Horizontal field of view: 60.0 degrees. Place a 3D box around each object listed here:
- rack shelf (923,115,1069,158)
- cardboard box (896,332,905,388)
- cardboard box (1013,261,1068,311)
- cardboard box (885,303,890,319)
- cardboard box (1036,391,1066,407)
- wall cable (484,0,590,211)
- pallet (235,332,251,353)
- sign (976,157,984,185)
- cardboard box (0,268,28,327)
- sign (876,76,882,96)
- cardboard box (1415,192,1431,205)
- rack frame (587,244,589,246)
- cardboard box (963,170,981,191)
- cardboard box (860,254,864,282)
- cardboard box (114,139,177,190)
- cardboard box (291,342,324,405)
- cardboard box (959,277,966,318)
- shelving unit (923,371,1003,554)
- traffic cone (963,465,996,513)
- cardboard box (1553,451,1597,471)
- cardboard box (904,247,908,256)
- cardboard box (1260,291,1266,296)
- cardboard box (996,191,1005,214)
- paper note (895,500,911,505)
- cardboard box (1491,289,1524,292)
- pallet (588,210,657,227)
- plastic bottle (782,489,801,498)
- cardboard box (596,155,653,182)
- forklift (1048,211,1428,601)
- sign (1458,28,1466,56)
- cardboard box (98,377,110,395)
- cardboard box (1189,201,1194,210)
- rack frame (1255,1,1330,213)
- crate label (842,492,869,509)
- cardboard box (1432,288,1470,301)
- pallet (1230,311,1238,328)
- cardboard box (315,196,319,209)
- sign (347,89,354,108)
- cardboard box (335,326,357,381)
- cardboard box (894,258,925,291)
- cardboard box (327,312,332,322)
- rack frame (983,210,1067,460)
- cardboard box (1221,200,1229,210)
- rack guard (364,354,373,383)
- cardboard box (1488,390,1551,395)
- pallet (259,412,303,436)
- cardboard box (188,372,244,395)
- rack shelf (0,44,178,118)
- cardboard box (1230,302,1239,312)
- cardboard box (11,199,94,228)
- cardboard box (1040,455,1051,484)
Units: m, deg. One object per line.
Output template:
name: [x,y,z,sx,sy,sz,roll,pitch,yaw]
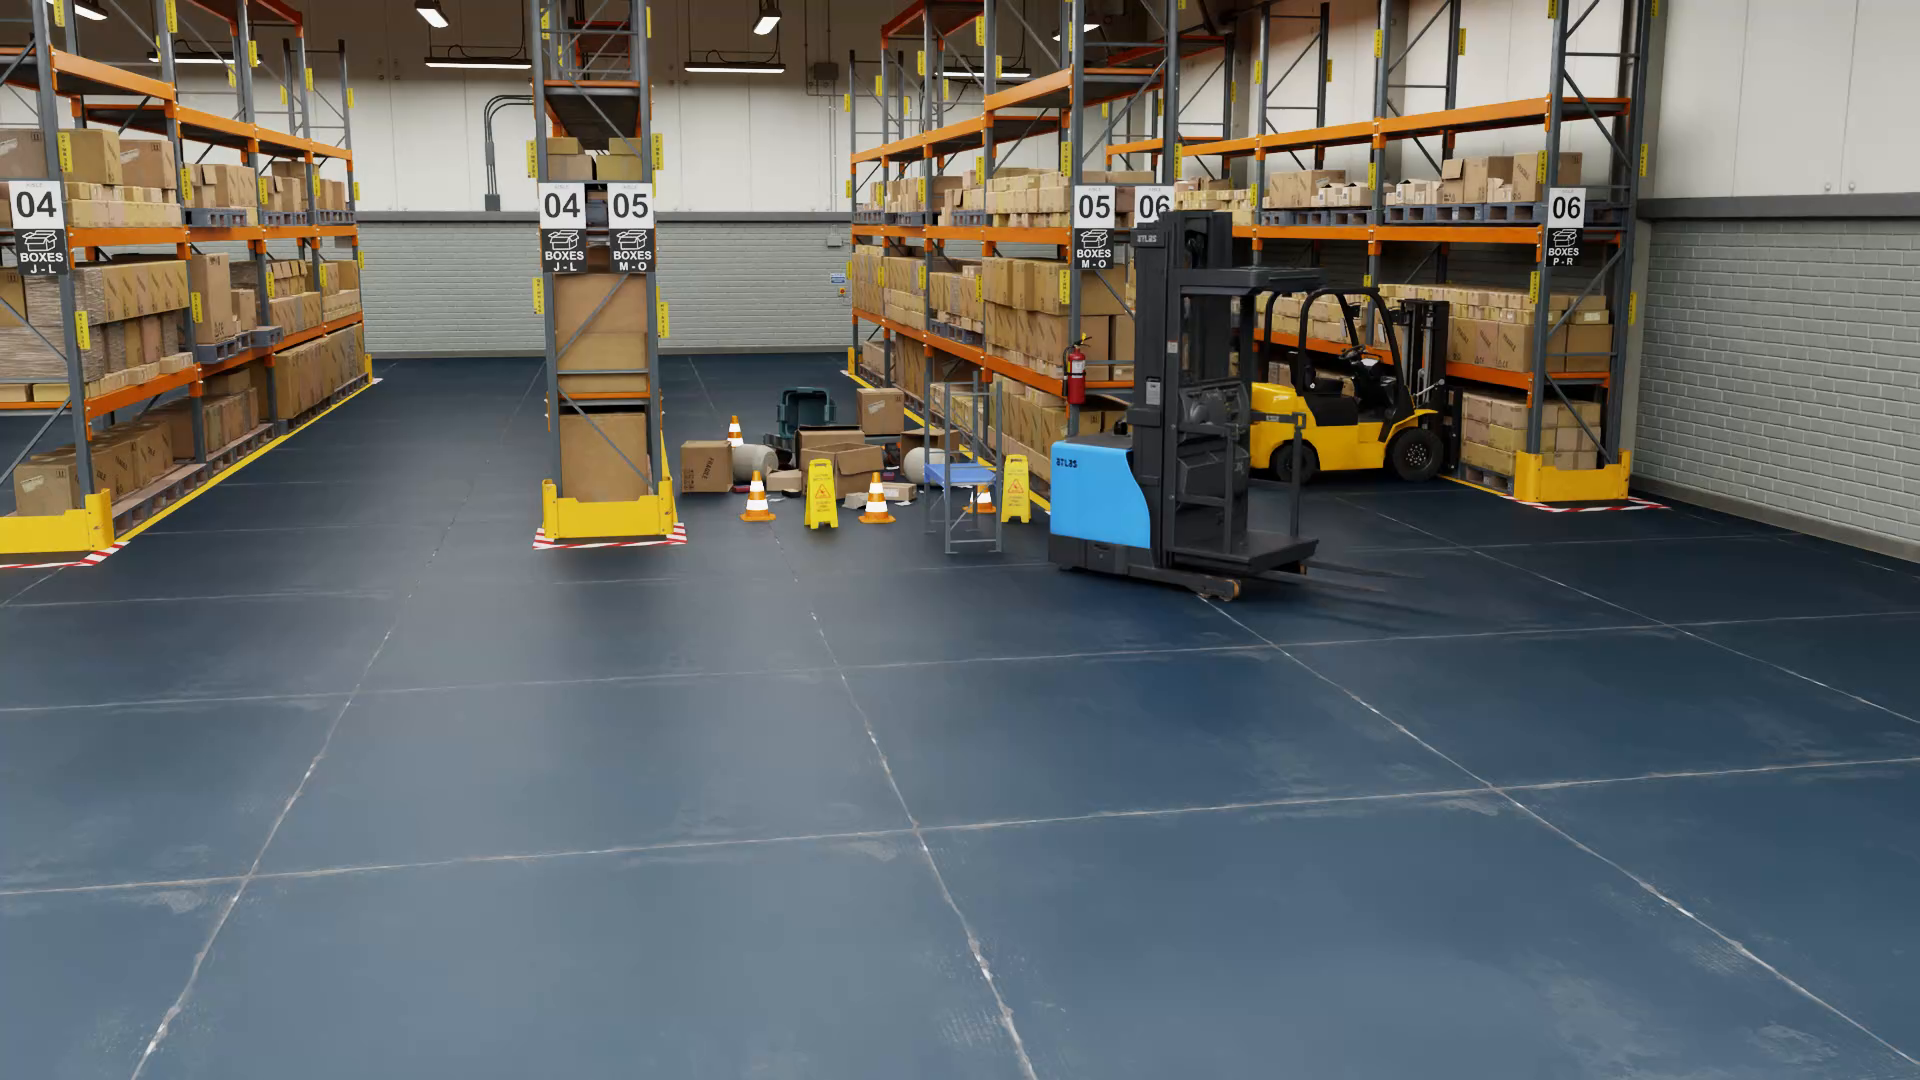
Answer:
rack shelf: [0.394,-5.238,21.642,1.077,0.370,4.000,-2,11,-11]
cardboard box: [-0.574,-2.993,27.457,0.875,0.875,0.875,-2,11,-9]
cardboard box: [0.956,-2.695,17.597,0.700,0.500,0.500,-2,11,-12]
cardboard box: [-0.947,-3.777,27.419,0.500,0.250,0.500,-2,11,-12]
cardboard box: [1.012,-1.485,17.467,0.380,0.149,0.250,-2,11,-9]
wall cable: [-8.991,-10.004,35.086,2.277,5.999,0.120,-2,11,-11]
pallet: [-9.291,-2.391,20.250,1.003,0.211,1.213,-2,11,-11]
sign: [0.239,-4.374,19.696,0.100,0.325,0.005,-2,11,-11]
cardboard box: [-8.509,-2.158,14.775,0.500,0.500,0.500,-2,11,-11]
sign: [-1.322,-7.409,27.134,0.100,0.325,0.005,-2,11,-11]
cardboard box: [5.590,-4.026,19.586,0.380,0.149,0.250,-2,11,-9]
rack frame: [-6.387,-4.476,30.691,1.000,3.000,0.127,-2,11,-11]
cardboard box: [0.325,-4.613,21.332,0.500,0.250,0.500,-2,11,-10]
cardboard box: [-1.522,-4.928,30.123,0.500,0.500,0.500,-2,11,-11]
cardboard box: [-8.600,-3.954,17.528,0.500,0.500,0.500,-2,11,-13]
cardboard box: [-10.175,-2.463,24.672,1.225,0.875,0.875,-3,11,-13]
cardboard box: [0.276,-3.137,21.472,0.500,0.500,0.500,-2,11,-9]
shelving unit: [0.017,-0.721,14.974,0.538,1.500,1.048,-2,11,-11]
traffic cone: [0.212,-0.526,16.722,0.336,0.463,0.334,-2,11,-11]
cardboard box: [6.525,-0.874,17.997,0.500,0.250,0.500,-2,11,-11]
cardboard box: [-1.090,-4.897,28.227,0.380,0.149,0.250,-2,11,-10]
cardboard box: [4.646,-3.687,24.544,0.380,0.149,0.250,-2,11,-9]
cardboard box: [0.709,-3.835,18.905,0.500,0.250,0.500,-2,11,-11]
paper note: [-0.576,-0.383,17.125,0.148,0.019,0.142,-6,13,-31]
cardboard box: [6.300,-2.789,19.031,0.380,0.149,0.250,-2,11,-11]
pallet: [-4.654,-4.273,22.109,1.213,0.211,1.003,-2,11,-8]
plastic bottle: [-1.806,-0.502,17.671,0.133,0.061,0.283,-6,13,-31]
cardboard box: [-3.117,-3.441,15.445,0.500,0.250,0.500,-2,11,-11]
forklift: [2.176,-1.082,13.043,3.031,2.935,1.130,9,14,40]
sign: [6.200,-6.154,20.542,0.100,0.325,0.005,-2,11,-11]
cardboard box: [-8.045,-1.410,15.255,0.380,0.149,0.250,-2,11,-11]
cardboard box: [3.964,-5.471,27.178,0.380,0.149,0.250,-2,11,-12]
rack frame: [4.873,-6.336,24.416,1.000,3.000,0.127,-2,11,-11]
crate label: [-1.025,-0.405,16.958,0.250,0.136,0.298,-9,14,-40]
cardboard box: [5.750,-2.866,19.435,0.380,0.149,0.250,-2,11,-11]
pallet: [4.672,-3.416,25.635,1.213,0.211,1.003,-2,11,-11]
cardboard box: [-10.805,-5.599,26.910,0.700,0.500,0.500,-2,11,-8]
sign: [-10.737,-7.776,29.275,0.100,0.325,0.005,-2,11,-11]
cardboard box: [-10.892,-3.195,28.522,0.875,0.875,0.875,-2,11,-11]
cardboard box: [-0.748,-4.206,26.329,0.500,0.500,0.500,-2,11,-12]
cardboard box: [-10.276,-3.572,26.611,0.380,0.149,0.250,-2,11,-13]
rack frame: [0.783,-2.474,20.171,1.000,3.000,0.127,-2,11,-11]
cardboard box: [4.343,-5.277,26.214,0.380,0.149,0.250,-2,11,-9]
rack guard: [-11.277,-3.091,30.098,1.175,0.500,0.348,-2,11,-11]
cardboard box: [6.334,-1.547,18.857,0.500,0.250,0.500,-2,11,-11]
pallet: [-9.795,-1.624,23.167,1.003,0.211,1.213,-2,11,-11]
cardboard box: [-9.443,-1.985,21.105,0.500,0.250,0.500,-1,11,-5]
rack shelf: [-8.549,-4.339,15.857,1.077,0.370,4.000,-2,11,-11]
cardboard box: [4.369,-3.578,25.521,0.380,0.149,0.250,-2,11,-10]
cardboard box: [-8.000,-2.877,14.670,0.500,0.250,0.500,-2,11,-9]
cardboard box: [1.135,-0.739,17.285,0.500,0.250,0.500,-2,11,-11]
